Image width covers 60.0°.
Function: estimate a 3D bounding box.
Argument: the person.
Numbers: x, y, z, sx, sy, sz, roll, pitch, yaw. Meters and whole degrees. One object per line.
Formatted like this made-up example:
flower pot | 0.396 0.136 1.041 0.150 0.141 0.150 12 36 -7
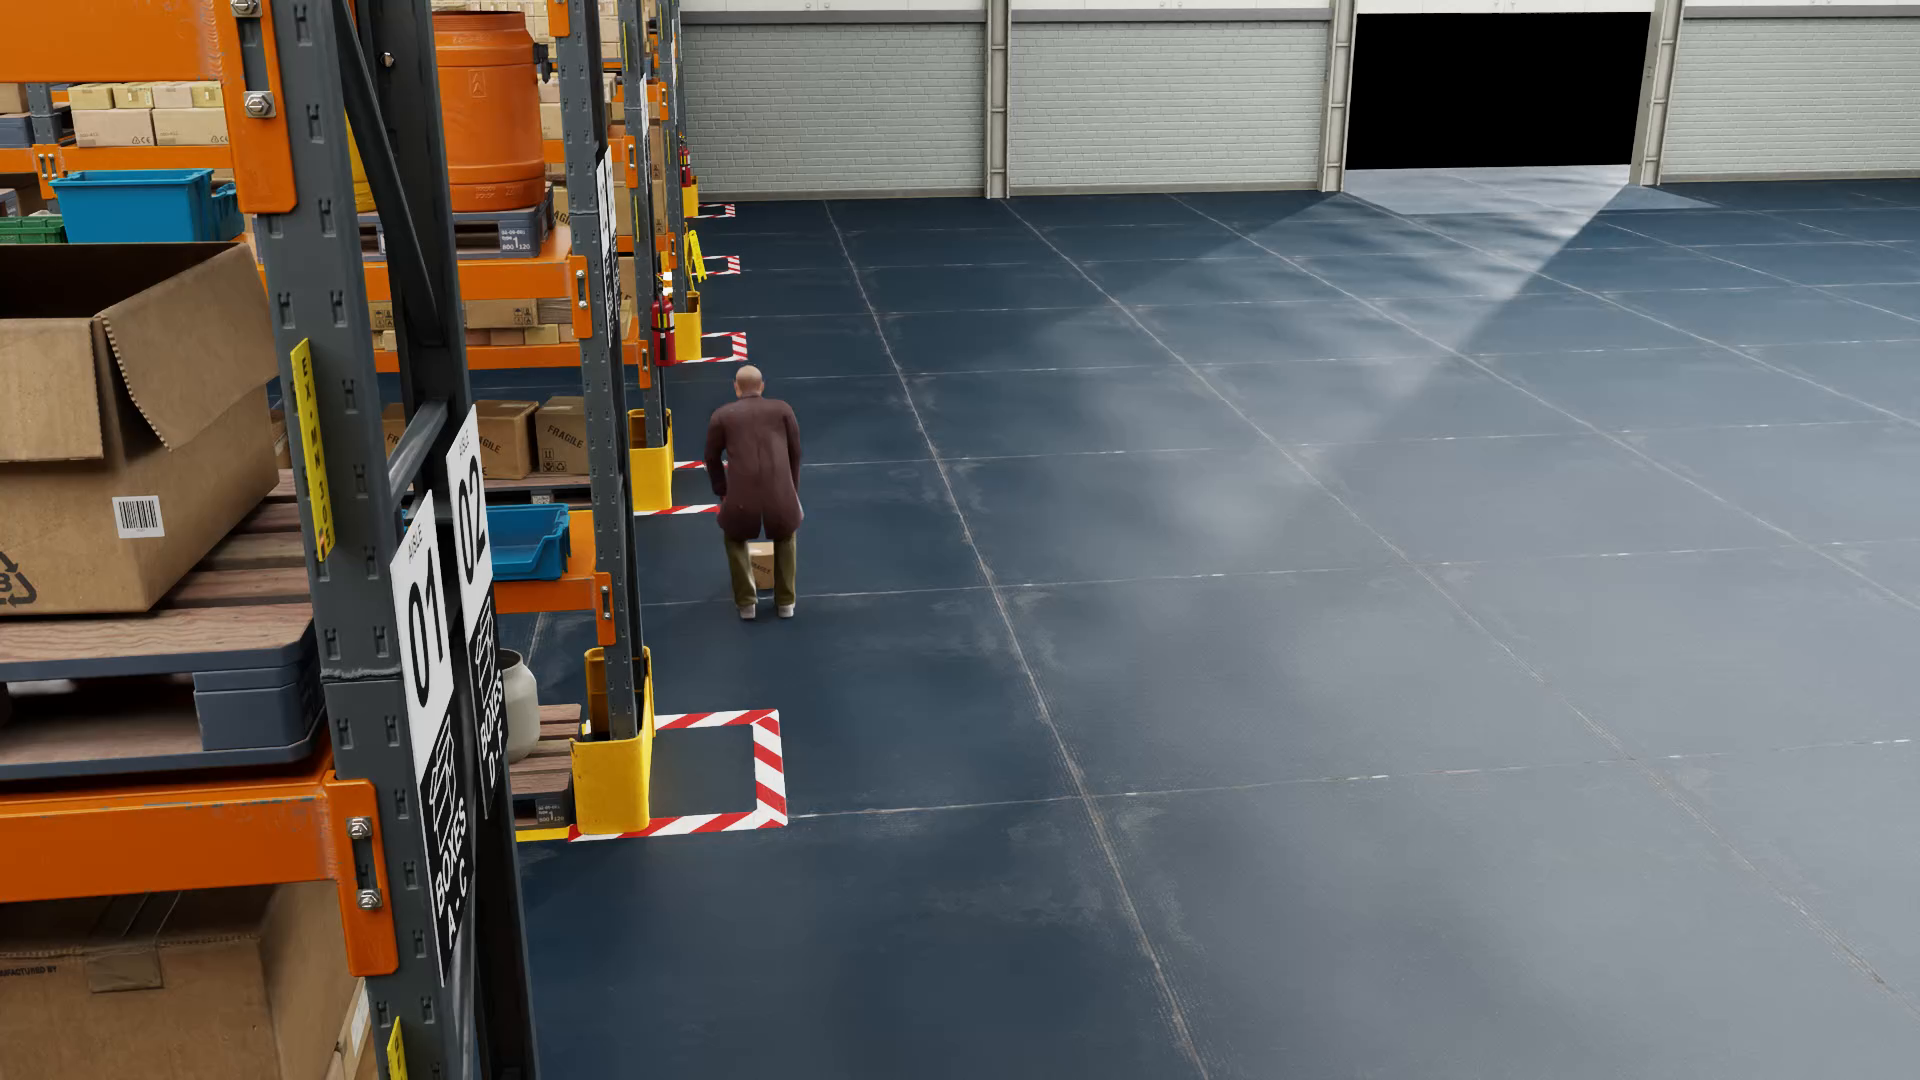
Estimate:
person | -1.314 -0.292 10.669 0.620 1.611 0.564 -3 20 -7
